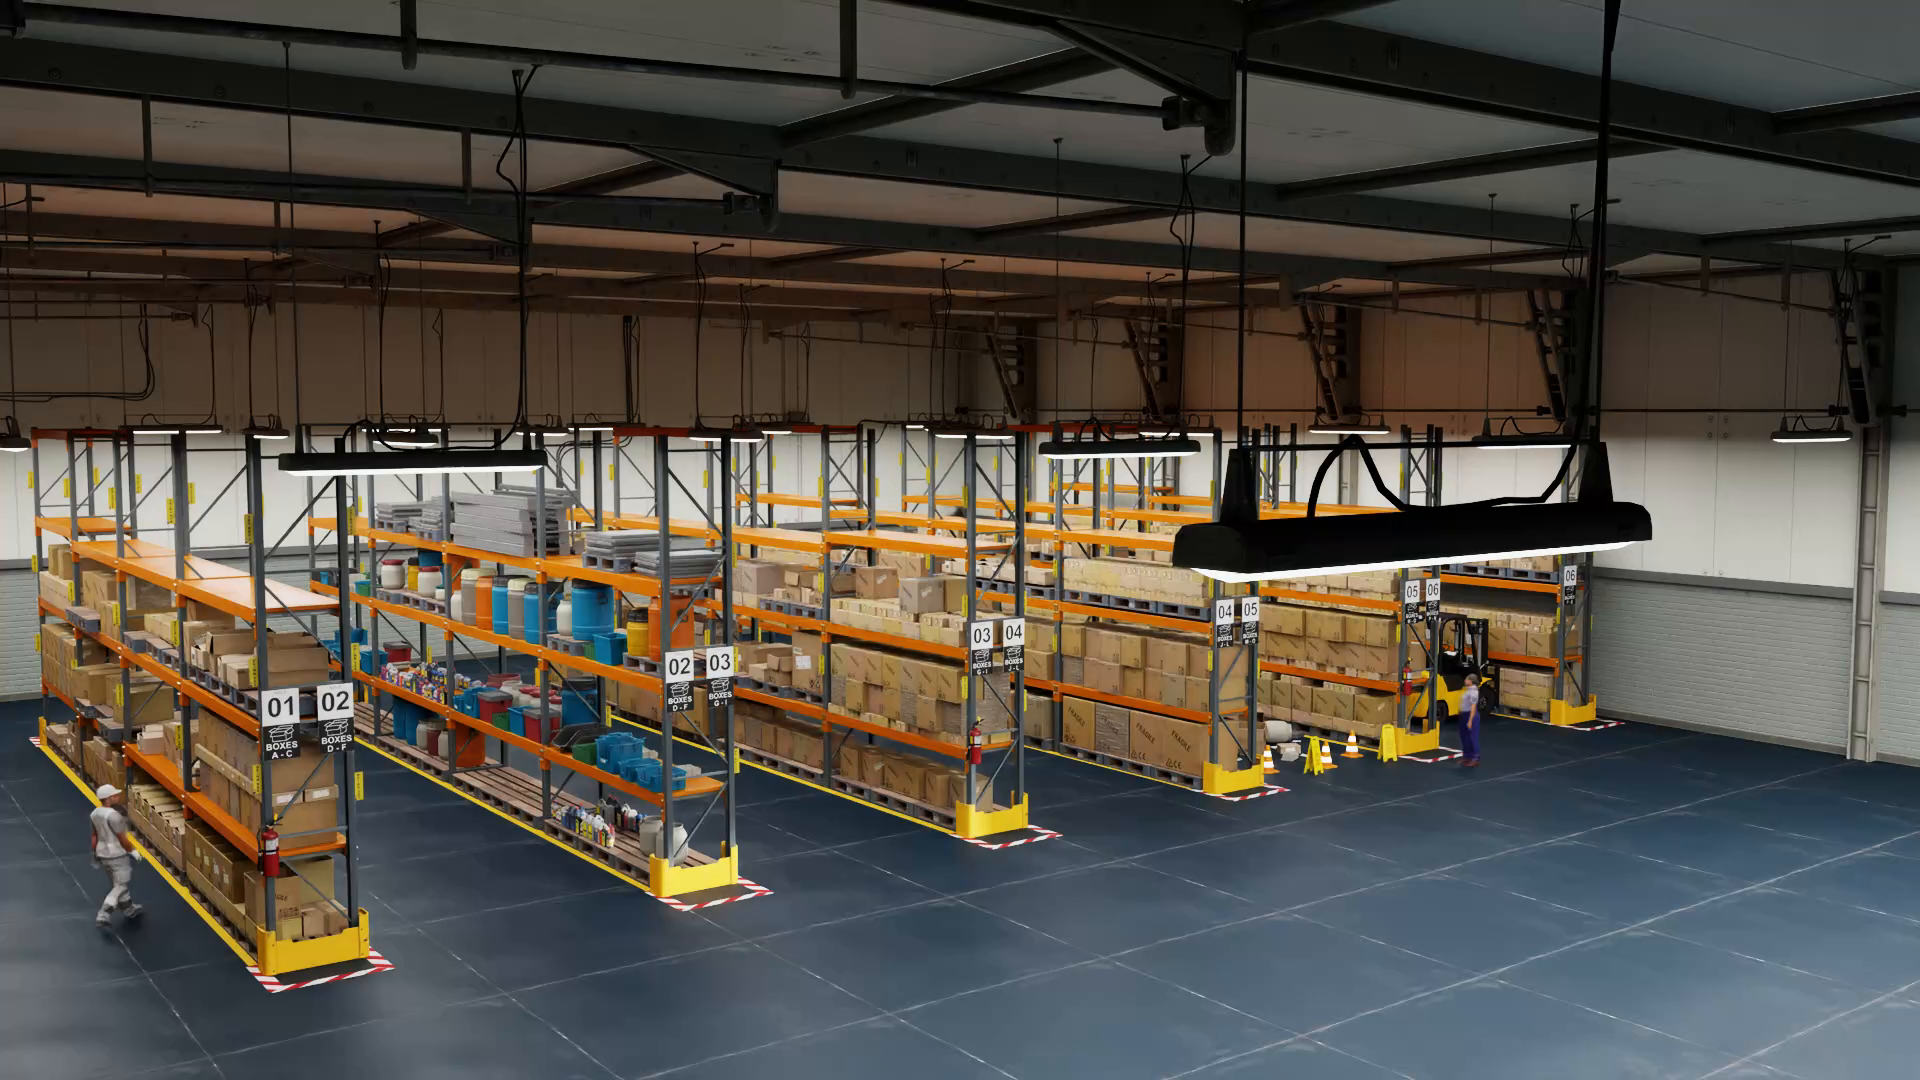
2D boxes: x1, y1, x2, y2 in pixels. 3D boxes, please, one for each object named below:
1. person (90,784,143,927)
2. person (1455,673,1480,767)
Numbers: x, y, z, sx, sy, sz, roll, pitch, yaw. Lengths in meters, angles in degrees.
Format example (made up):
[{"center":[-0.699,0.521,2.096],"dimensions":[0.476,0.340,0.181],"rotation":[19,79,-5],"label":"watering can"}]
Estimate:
[{"center":[-10.347,3.857,20.425],"dimensions":[0.602,1.765,0.902],"rotation":[2,5,22],"label":"person"},{"center":[9.045,3.301,29.624],"dimensions":[0.370,1.468,0.563],"rotation":[-1,5,-16],"label":"person"}]
